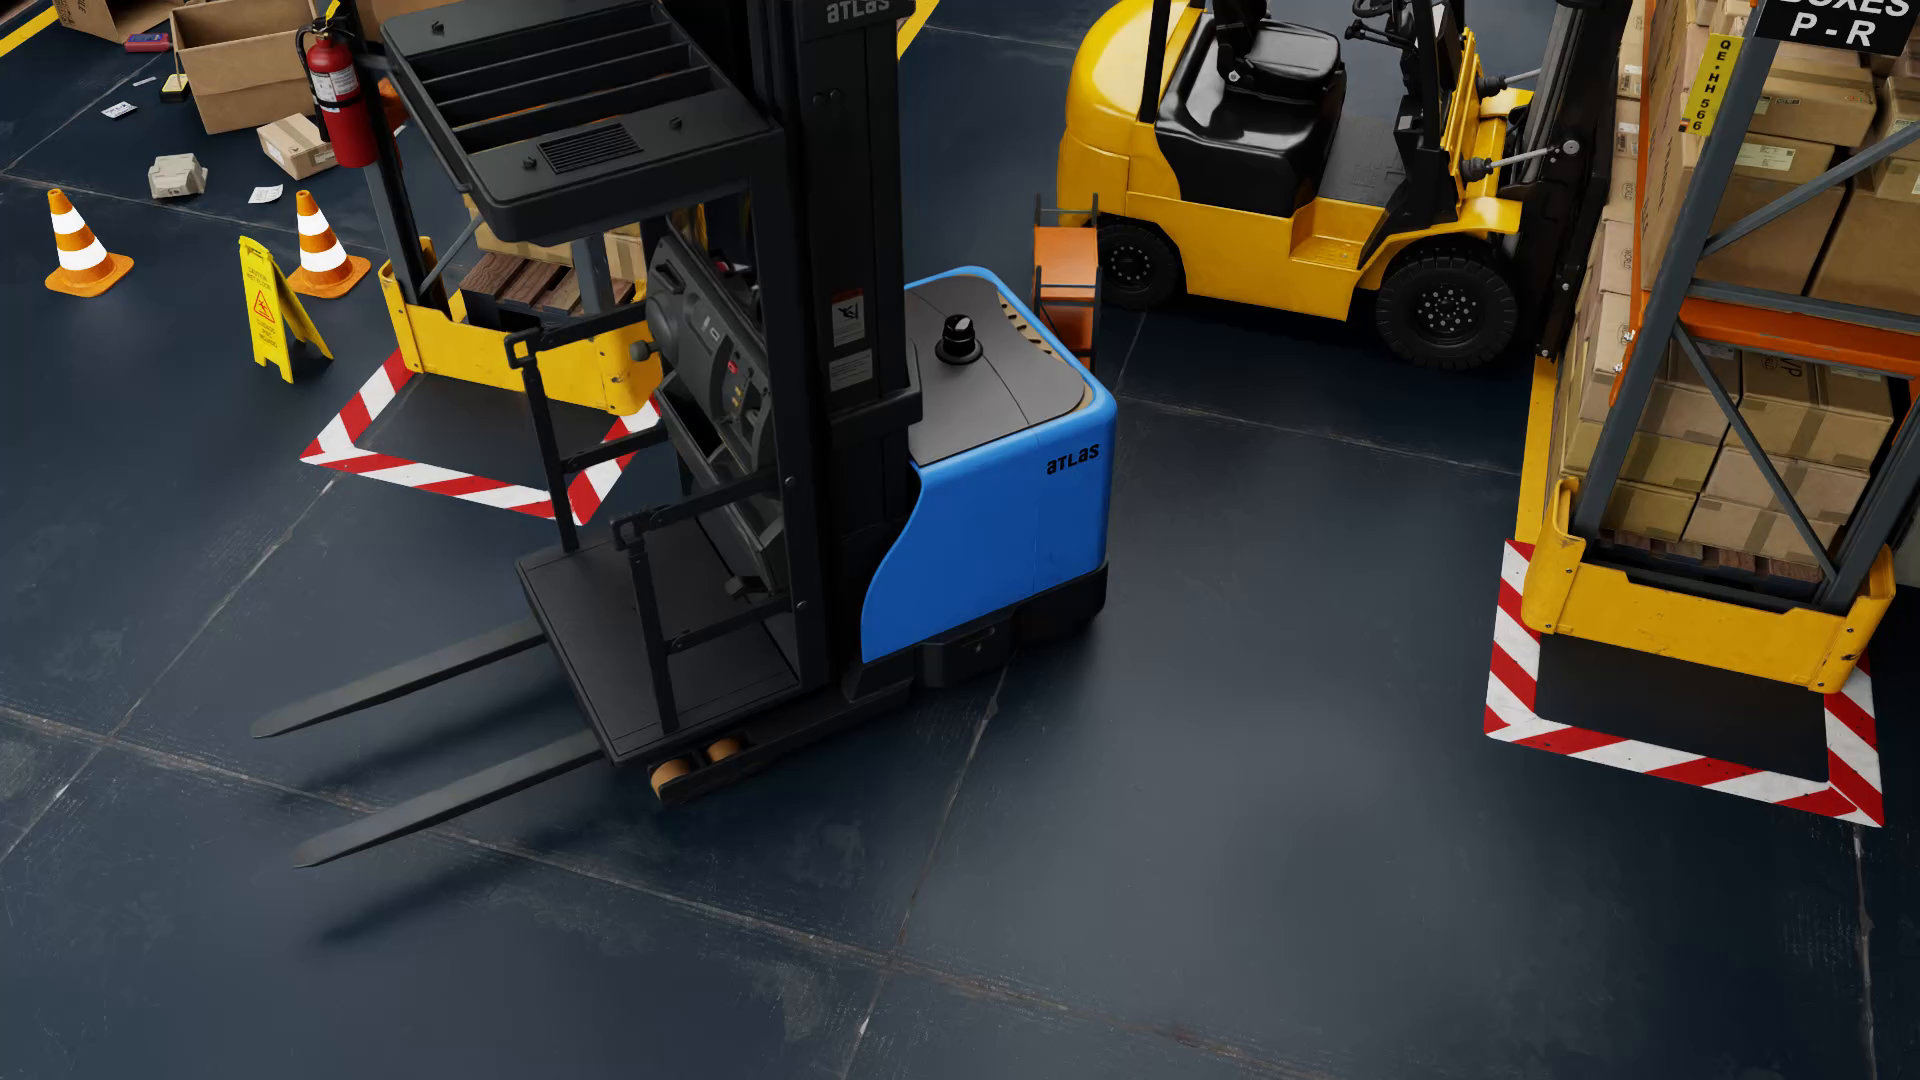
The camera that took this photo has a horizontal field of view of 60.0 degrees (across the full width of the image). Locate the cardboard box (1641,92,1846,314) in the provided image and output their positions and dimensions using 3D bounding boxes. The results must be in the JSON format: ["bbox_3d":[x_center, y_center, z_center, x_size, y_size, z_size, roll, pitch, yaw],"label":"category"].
[{"bbox_3d":[2.673,-1.163,5.722,0.500,0.500,0.500,12,46,12],"label":"cardboard box"}]

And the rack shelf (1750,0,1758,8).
[{"bbox_3d":[3.379,-2.892,5.930,1.077,0.370,4.000,13,46,13],"label":"rack shelf"}]

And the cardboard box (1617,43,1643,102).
[{"bbox_3d":[3.235,-2.006,7.606,0.500,0.250,0.500,14,46,14],"label":"cardboard box"}]

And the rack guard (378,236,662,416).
[{"bbox_3d":[-1.935,-0.950,7.363,1.175,0.500,0.348,13,46,13],"label":"rack guard"}]

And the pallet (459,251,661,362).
[{"bbox_3d":[-1.655,-1.381,8.010,1.003,0.211,1.213,13,46,13],"label":"pallet"}]

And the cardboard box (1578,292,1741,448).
[{"bbox_3d":[2.616,-0.641,6.212,0.500,0.250,0.500,14,46,14],"label":"cardboard box"}]

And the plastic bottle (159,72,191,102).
[{"bbox_3d":[-4.377,-2.552,9.314,0.133,0.061,0.283,-2,44,-2],"label":"plastic bottle"}]

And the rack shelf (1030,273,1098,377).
[{"bbox_3d":[0.405,-0.845,6.532,0.258,0.148,0.480,1,44,1],"label":"rack shelf"}]

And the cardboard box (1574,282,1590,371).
[{"bbox_3d":[2.785,-0.812,6.744,0.500,0.250,0.500,12,46,12],"label":"cardboard box"}]

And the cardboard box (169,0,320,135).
[{"bbox_3d":[-3.839,-2.607,9.055,0.797,0.503,0.637,-16,47,-16],"label":"cardboard box"}]

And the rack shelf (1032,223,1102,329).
[{"bbox_3d":[0.405,-1.014,6.367,0.258,0.148,0.480,1,44,1],"label":"rack shelf"}]

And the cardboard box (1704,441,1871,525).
[{"bbox_3d":[3.114,-0.359,6.281,0.500,0.250,0.500,13,46,13],"label":"cardboard box"}]

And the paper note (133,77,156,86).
[{"bbox_3d":[-4.605,-2.589,9.389,0.123,0.001,0.032,-33,53,-29],"label":"paper note"}]

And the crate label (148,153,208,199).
[{"bbox_3d":[-4.039,-1.875,8.568,0.250,0.136,0.298,-9,45,-9],"label":"crate label"}]

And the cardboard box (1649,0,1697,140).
[{"bbox_3d":[2.993,-1.849,6.423,0.500,0.500,0.500,12,46,12],"label":"cardboard box"}]

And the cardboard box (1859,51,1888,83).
[{"bbox_3d":[3.221,-1.528,5.632,0.380,0.149,0.250,12,46,12],"label":"cardboard box"}]

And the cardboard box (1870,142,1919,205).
[{"bbox_3d":[3.124,-1.182,5.278,0.380,0.149,0.250,11,46,11],"label":"cardboard box"}]

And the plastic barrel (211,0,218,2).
[{"bbox_3d":[-4.376,-3.438,9.961,0.421,0.421,0.512,-24,49,-22],"label":"plastic barrel"}]

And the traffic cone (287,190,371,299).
[{"bbox_3d":[-3.057,-1.446,7.896,0.336,0.463,0.334,13,46,13],"label":"traffic cone"}]

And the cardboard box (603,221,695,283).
[{"bbox_3d":[-1.450,-1.439,7.742,0.500,0.250,0.500,12,46,12],"label":"cardboard box"}]

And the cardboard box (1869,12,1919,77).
[{"bbox_3d":[3.257,-1.642,5.536,0.380,0.149,0.250,13,46,13],"label":"cardboard box"}]

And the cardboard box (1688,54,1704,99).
[{"bbox_3d":[2.661,-1.478,5.581,0.380,0.149,0.250,13,46,13],"label":"cardboard box"}]

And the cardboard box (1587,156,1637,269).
[{"bbox_3d":[2.908,-1.321,6.907,0.500,0.250,0.500,13,46,13],"label":"cardboard box"}]

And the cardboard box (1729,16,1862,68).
[{"bbox_3d":[2.726,-1.572,5.464,0.380,0.149,0.250,13,46,13],"label":"cardboard box"}]

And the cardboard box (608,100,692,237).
[{"bbox_3d":[-1.443,-1.723,7.496,0.500,0.500,0.500,11,45,11],"label":"cardboard box"}]

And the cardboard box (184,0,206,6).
[{"bbox_3d":[-4.260,-2.927,9.551,0.396,0.266,0.258,20,48,19],"label":"cardboard box"}]

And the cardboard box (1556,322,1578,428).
[{"bbox_3d":[2.775,-0.621,6.905,0.500,0.250,0.500,13,46,12],"label":"cardboard box"}]

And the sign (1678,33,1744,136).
[{"bbox_3d":[2.261,-1.366,5.004,0.100,0.325,0.005,13,46,13],"label":"sign"}]

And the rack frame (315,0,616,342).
[{"bbox_3d":[-1.958,-1.793,6.437,1.000,3.000,0.127,13,46,13],"label":"rack frame"}]

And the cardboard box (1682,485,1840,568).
[{"bbox_3d":[3.109,-0.197,6.472,0.500,0.250,0.500,13,46,13],"label":"cardboard box"}]

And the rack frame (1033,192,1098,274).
[{"bbox_3d":[0.413,-0.904,6.816,0.240,1.200,0.015,1,44,1],"label":"rack frame"}]

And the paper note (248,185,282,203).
[{"bbox_3d":[-3.569,-1.783,8.550,0.148,0.019,0.142,-2,44,-2],"label":"paper note"}]

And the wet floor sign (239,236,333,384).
[{"bbox_3d":[-3.035,-1.051,7.363,0.267,0.644,0.232,28,51,26],"label":"wet floor sign"}]

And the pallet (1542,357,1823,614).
[{"bbox_3d":[2.965,-0.266,6.870,1.003,0.211,1.213,13,46,13],"label":"pallet"}]

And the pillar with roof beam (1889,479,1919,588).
[{"bbox_3d":[-0.259,-4.073,4.478,9.100,9.000,0.400,13,46,13],"label":"pillar with roof beam"}]

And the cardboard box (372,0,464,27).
[{"bbox_3d":[-2.056,-2.355,6.727,0.500,0.500,0.500,12,46,12],"label":"cardboard box"}]

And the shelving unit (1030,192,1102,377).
[{"bbox_3d":[0.405,-0.734,6.642,0.258,1.200,0.503,1,44,1],"label":"shelving unit"}]

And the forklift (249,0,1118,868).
[{"bbox_3d":[-0.981,-0.548,5.215,3.031,2.935,1.130,-21,48,-20],"label":"forklift"}]

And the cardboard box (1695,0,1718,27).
[{"bbox_3d":[2.920,-1.989,6.103,0.380,0.149,0.250,11,45,11],"label":"cardboard box"}]

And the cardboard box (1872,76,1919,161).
[{"bbox_3d":[3.079,-1.296,5.182,0.380,0.149,0.250,12,46,12],"label":"cardboard box"}]
